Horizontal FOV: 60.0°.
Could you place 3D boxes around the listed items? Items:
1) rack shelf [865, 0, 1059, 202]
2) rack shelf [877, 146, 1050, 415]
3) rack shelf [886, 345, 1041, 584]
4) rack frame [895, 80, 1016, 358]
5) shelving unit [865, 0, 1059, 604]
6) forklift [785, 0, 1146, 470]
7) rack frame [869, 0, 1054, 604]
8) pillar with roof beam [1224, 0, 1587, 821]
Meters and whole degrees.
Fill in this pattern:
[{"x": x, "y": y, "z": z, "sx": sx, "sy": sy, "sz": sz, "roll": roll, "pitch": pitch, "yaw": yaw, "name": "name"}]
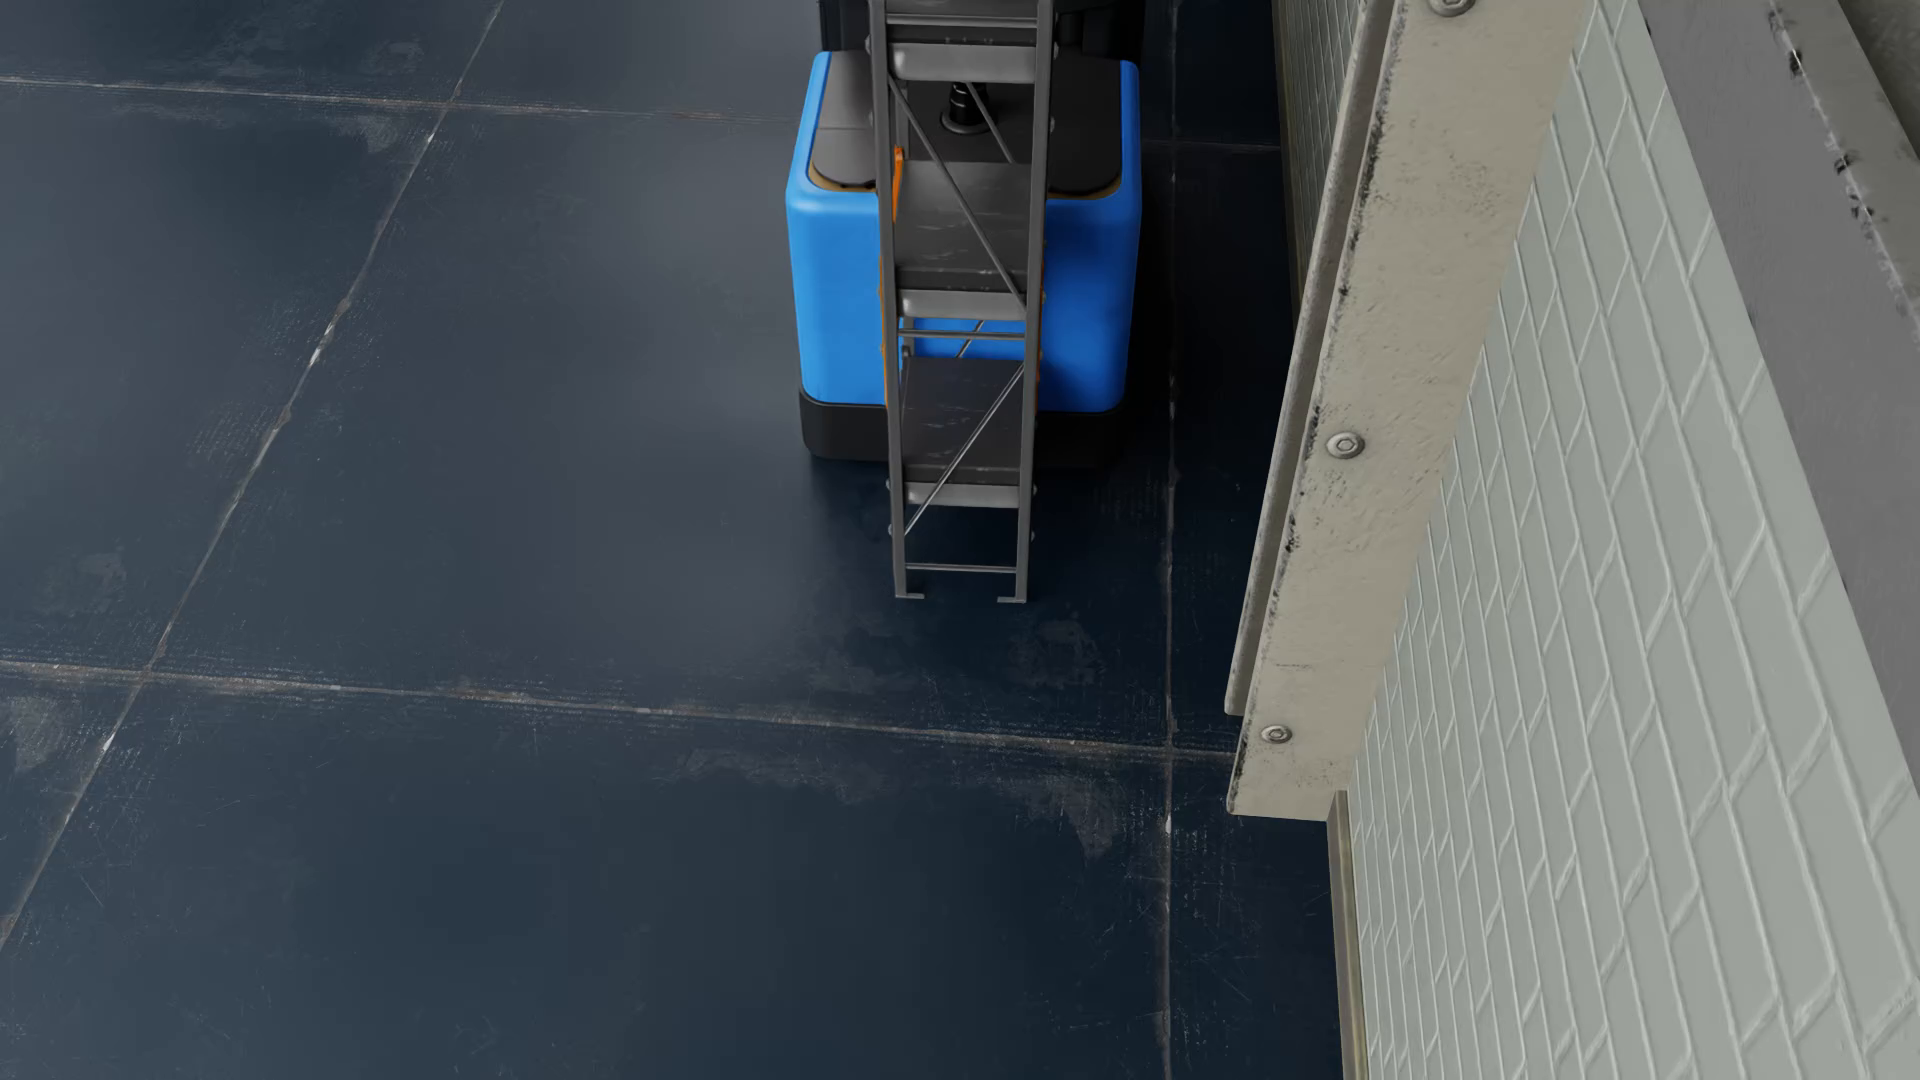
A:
[{"x": 0.017, "y": -1.170, "z": 3.967, "sx": 0.431, "sy": 0.518, "sz": 0.480, "roll": 2, "pitch": 48, "yaw": 2, "name": "rack shelf"}, {"x": 0.017, "y": -0.698, "z": 4.484, "sx": 0.431, "sy": 0.518, "sz": 0.480, "roll": 2, "pitch": 48, "yaw": 2, "name": "rack shelf"}, {"x": 0.017, "y": -0.225, "z": 5.000, "sx": 0.431, "sy": 0.518, "sz": 0.480, "roll": 2, "pitch": 48, "yaw": 2, "name": "rack shelf"}, {"x": 0.030, "y": -0.887, "z": 4.638, "sx": 0.400, "sy": 2.100, "sz": 0.015, "roll": 2, "pitch": 48, "yaw": 2, "name": "rack frame"}, {"x": 0.017, "y": -0.707, "z": 4.474, "sx": 0.431, "sy": 2.100, "sz": 0.503, "roll": 2, "pitch": 48, "yaw": 2, "name": "shelving unit"}, {"x": 0.088, "y": -2.300, "z": 5.367, "sx": 1.130, "sy": 2.935, "sz": 3.031, "roll": 2, "pitch": 48, "yaw": 2, "name": "forklift"}, {"x": 0.003, "y": -0.527, "z": 4.309, "sx": 0.400, "sy": 2.100, "sz": 0.015, "roll": 2, "pitch": 48, "yaw": 2, "name": "rack frame"}, {"x": -3.383, "y": -2.712, "z": 1.632, "sx": 9.100, "sy": 9.000, "sz": 0.400, "roll": 4, "pitch": 48, "yaw": 4, "name": "pillar with roof beam"}]
